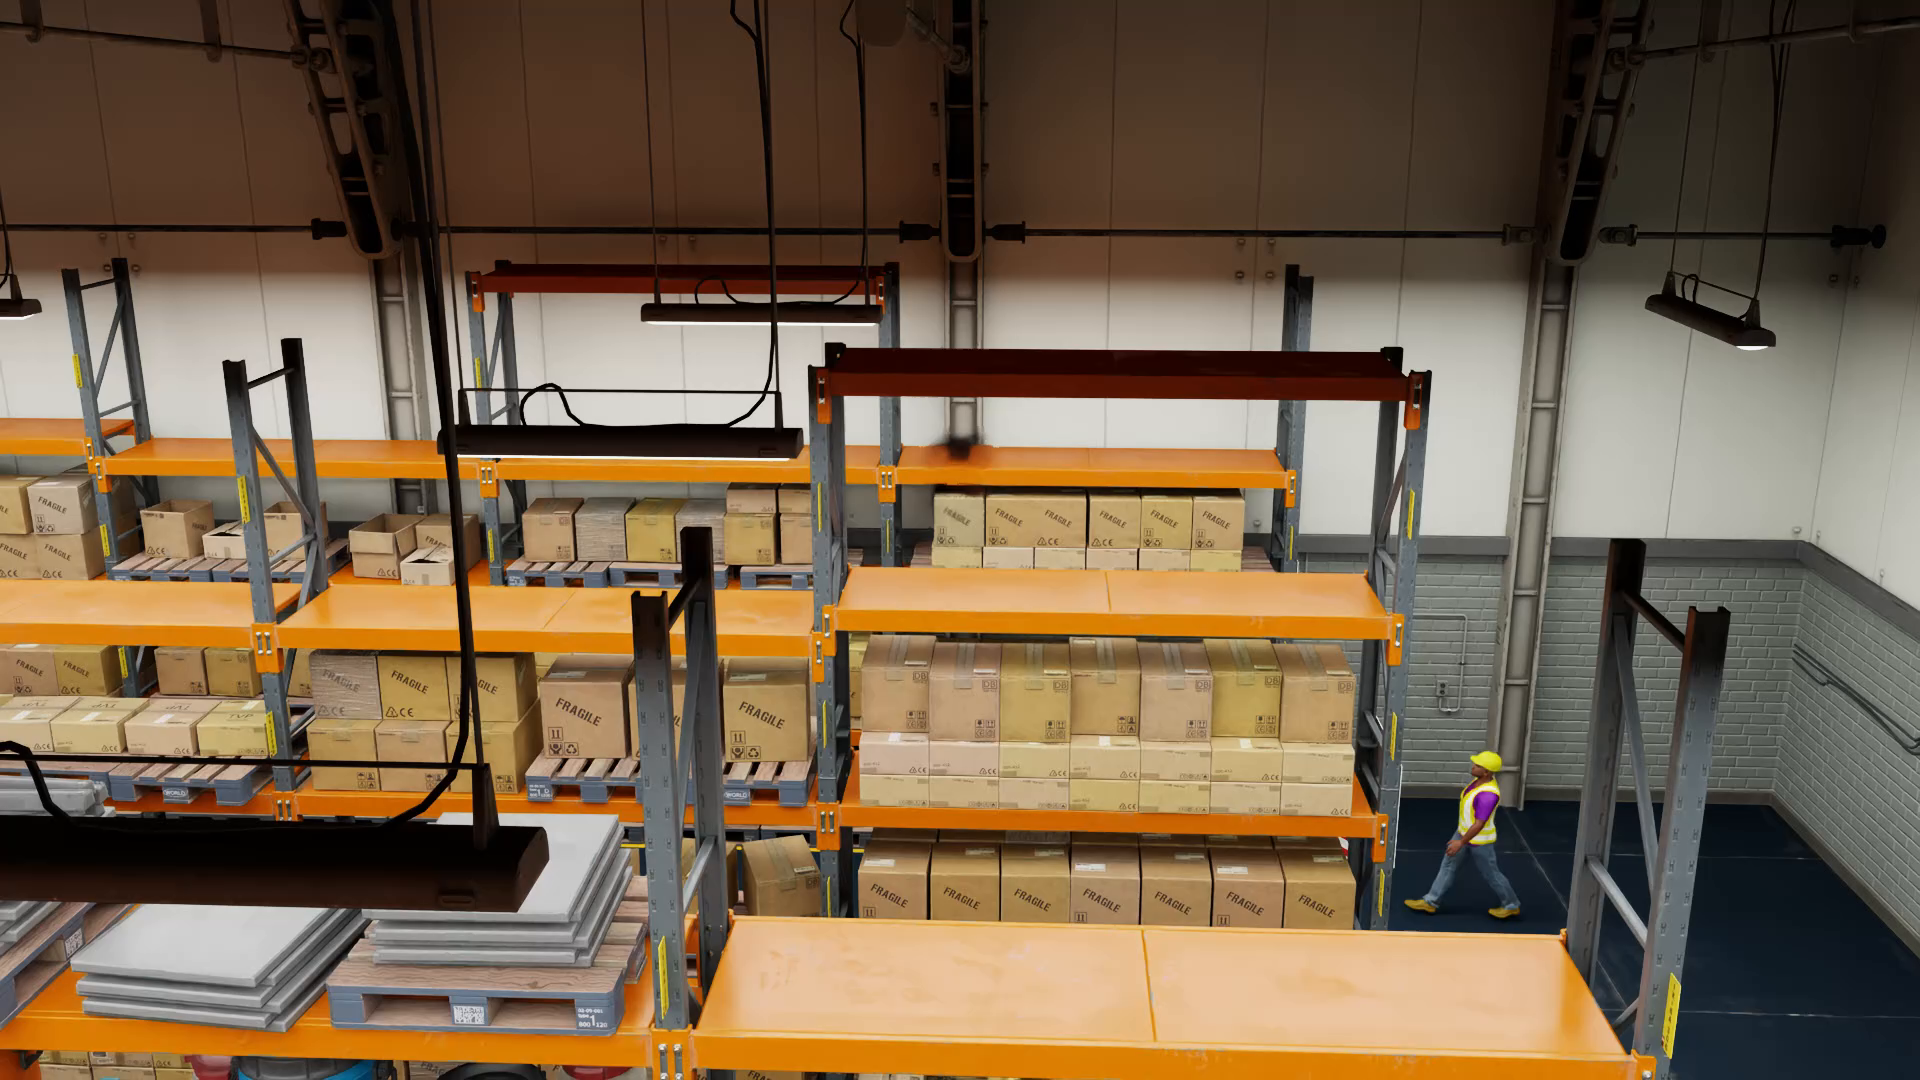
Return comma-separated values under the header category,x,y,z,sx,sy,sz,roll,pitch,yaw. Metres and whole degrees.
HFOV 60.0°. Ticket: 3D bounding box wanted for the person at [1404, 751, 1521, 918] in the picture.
category,x,y,z,sx,sy,sz,roll,pitch,yaw
person,4.855,2.813,15.824,1.079,1.715,0.567,-1,16,-3
